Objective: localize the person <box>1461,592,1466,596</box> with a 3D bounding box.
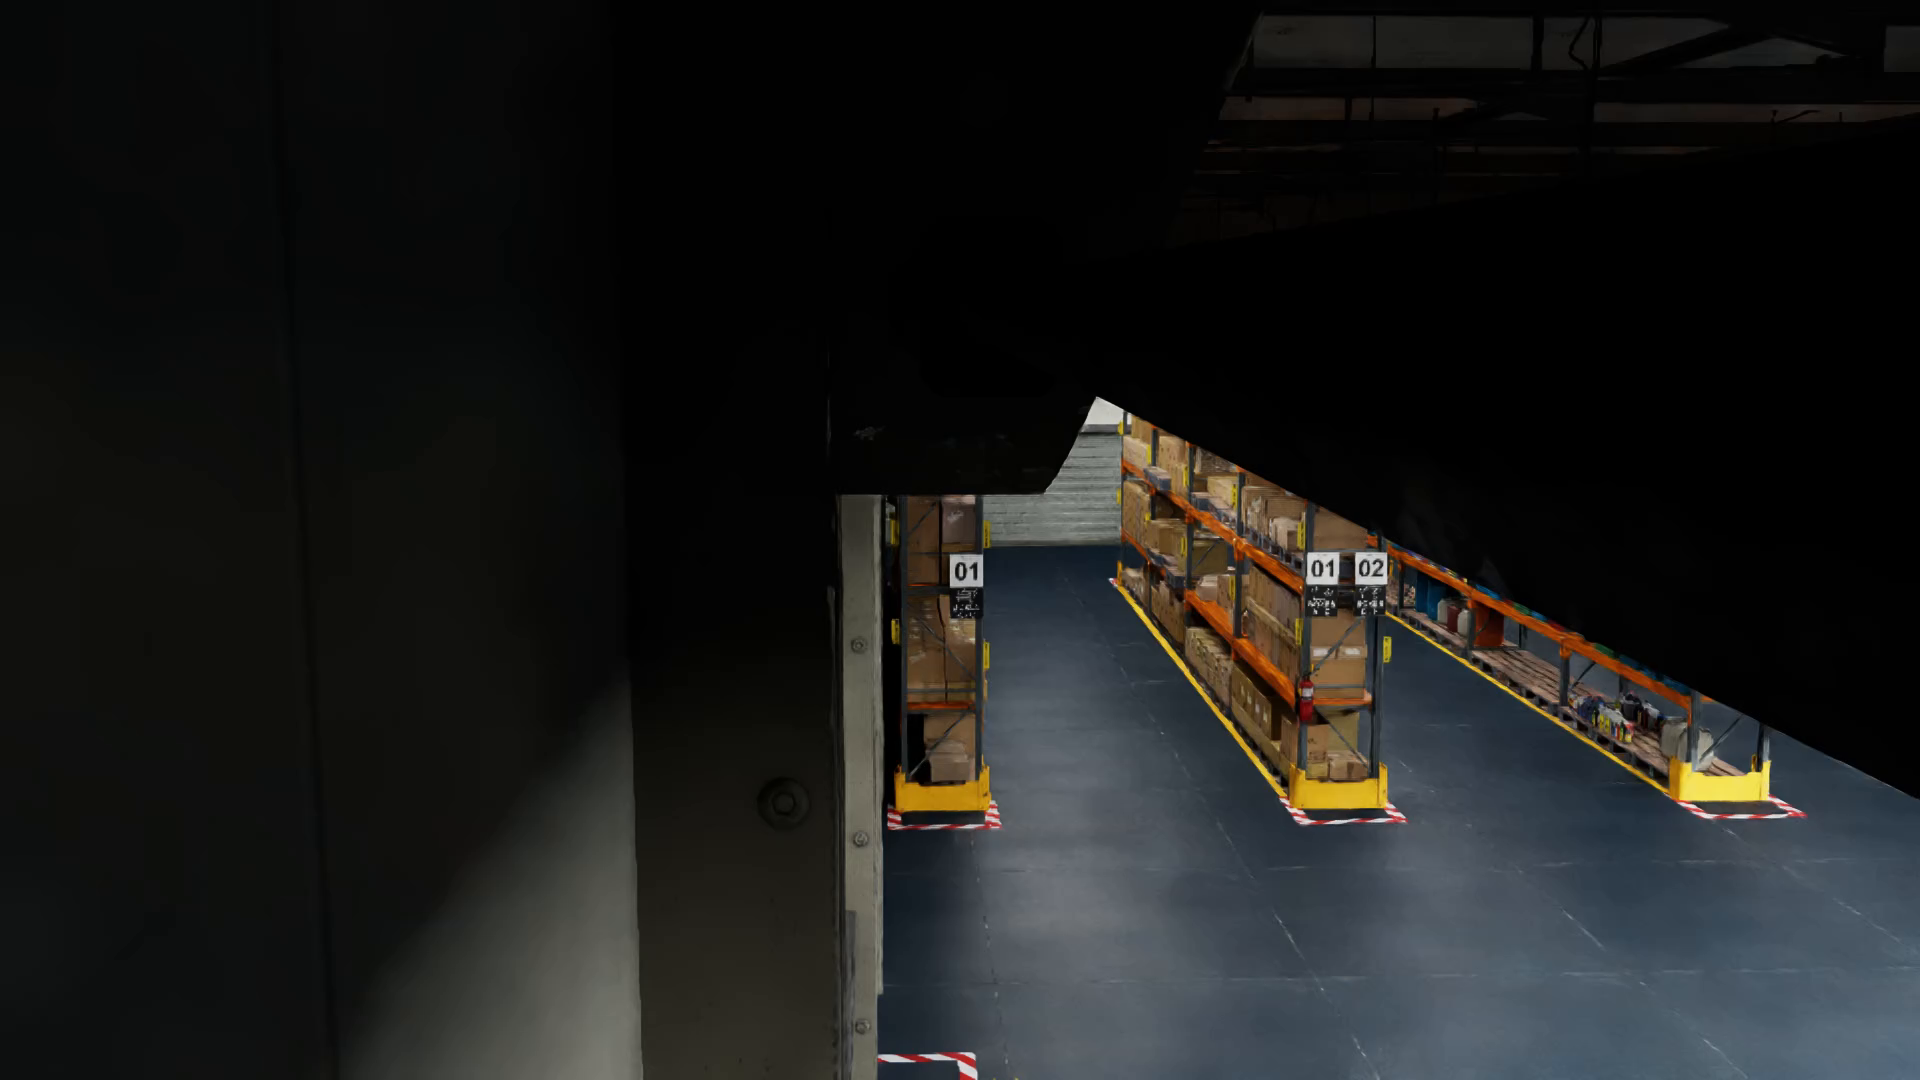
[{"bbox_3d":[10.005,0.601,33.868,0.537,1.519,0.959,-4,9,-25],"label":"person"}]
